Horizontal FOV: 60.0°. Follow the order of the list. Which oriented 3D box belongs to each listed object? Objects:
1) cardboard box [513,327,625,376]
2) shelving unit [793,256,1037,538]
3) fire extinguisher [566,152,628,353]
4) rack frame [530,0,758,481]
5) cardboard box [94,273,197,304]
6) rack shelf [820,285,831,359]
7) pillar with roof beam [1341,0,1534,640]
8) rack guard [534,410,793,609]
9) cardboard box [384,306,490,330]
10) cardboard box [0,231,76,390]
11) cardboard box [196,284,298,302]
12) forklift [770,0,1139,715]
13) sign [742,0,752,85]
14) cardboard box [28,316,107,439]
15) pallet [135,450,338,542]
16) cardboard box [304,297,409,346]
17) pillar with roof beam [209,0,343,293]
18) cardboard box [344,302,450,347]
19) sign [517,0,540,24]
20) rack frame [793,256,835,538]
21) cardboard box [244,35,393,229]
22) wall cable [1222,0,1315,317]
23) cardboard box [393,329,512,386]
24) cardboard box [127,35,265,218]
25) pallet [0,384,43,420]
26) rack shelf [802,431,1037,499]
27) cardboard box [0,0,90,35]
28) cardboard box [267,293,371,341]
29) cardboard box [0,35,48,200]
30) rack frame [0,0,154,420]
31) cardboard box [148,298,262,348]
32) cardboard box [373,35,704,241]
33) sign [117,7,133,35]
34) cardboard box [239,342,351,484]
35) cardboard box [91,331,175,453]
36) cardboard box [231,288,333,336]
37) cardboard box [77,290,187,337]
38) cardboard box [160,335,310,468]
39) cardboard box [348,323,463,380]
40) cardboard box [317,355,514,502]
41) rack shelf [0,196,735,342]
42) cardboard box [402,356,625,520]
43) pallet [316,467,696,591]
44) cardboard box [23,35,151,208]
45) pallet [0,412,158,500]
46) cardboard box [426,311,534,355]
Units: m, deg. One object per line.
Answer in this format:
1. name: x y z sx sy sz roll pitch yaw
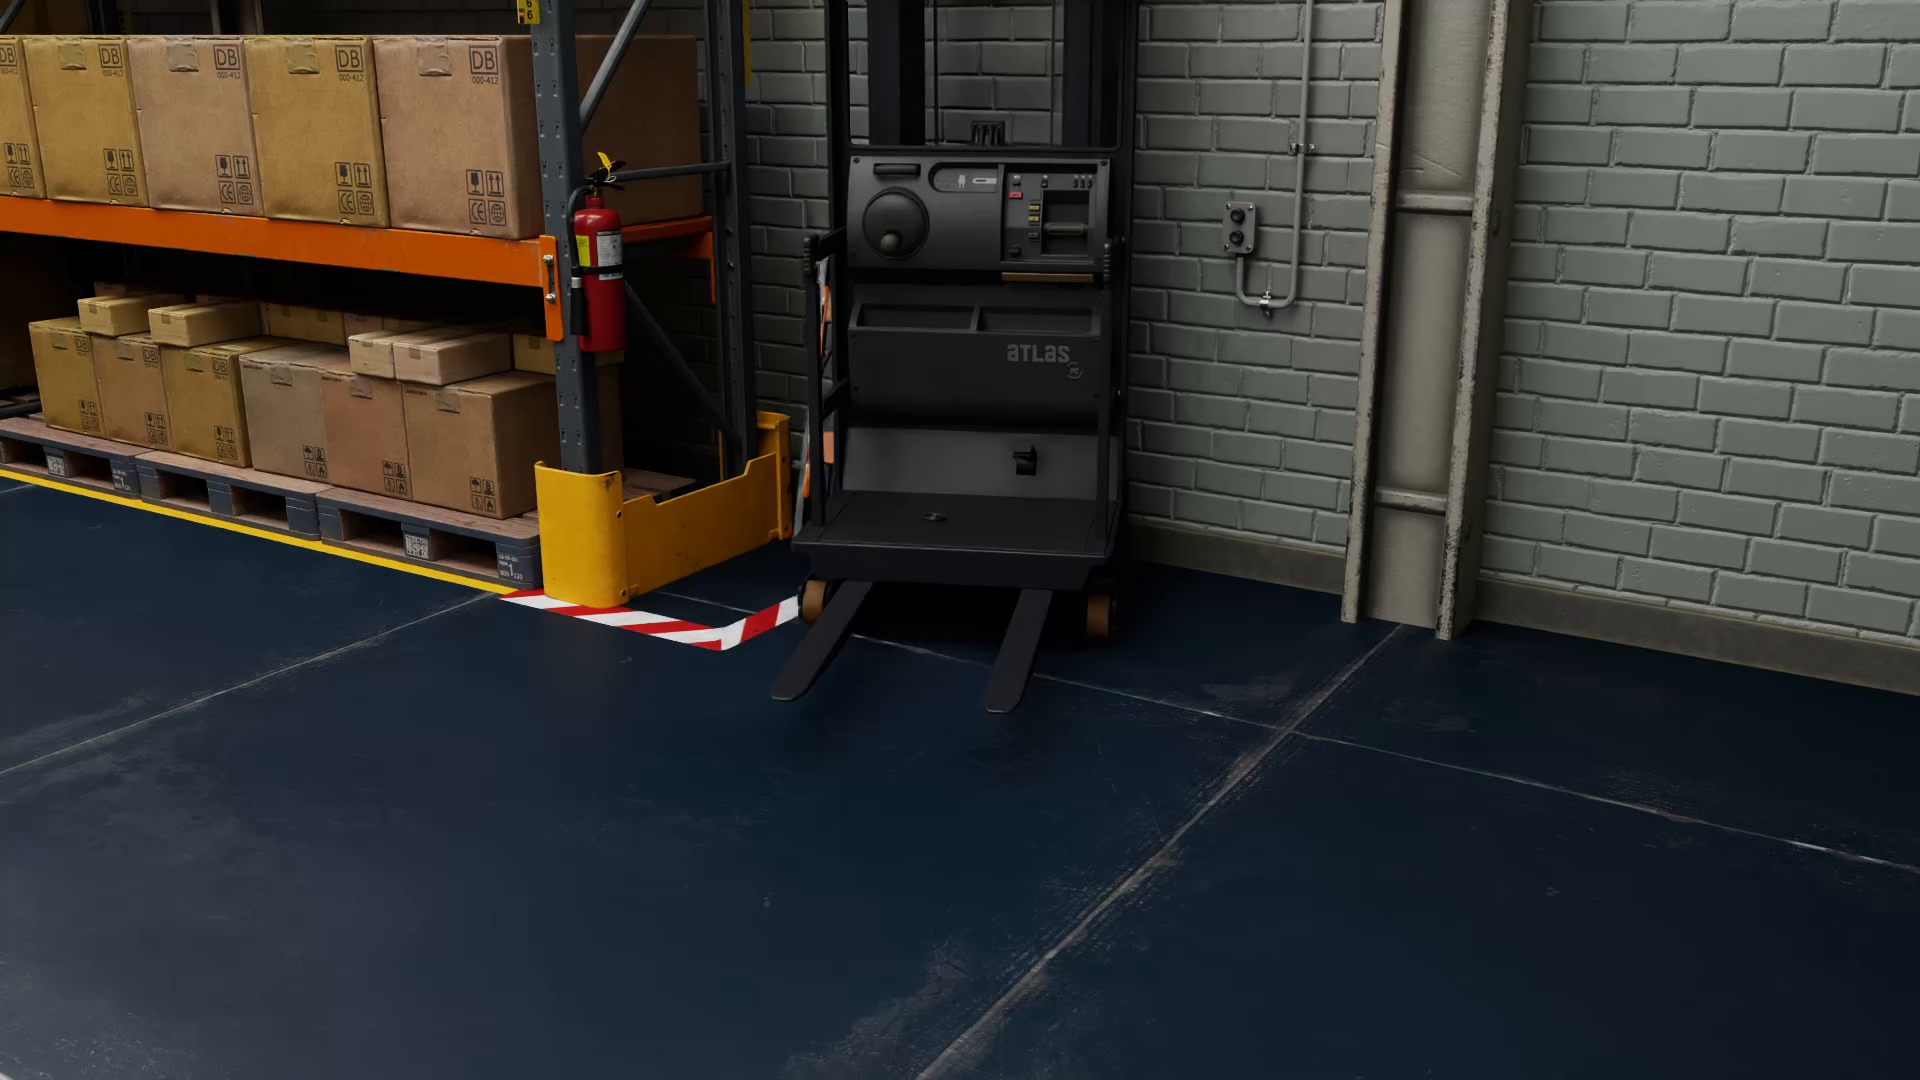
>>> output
1. cardboard box: -1.584 -0.780 6.749 0.250 0.149 0.380 10 20 30
2. shelving unit: -0.032 -0.486 6.506 1.048 1.125 0.538 5 -2 9
3. fire extinguisher: -1.260 -0.999 5.785 0.183 0.674 0.296 10 20 30
4. rack frame: -1.147 -1.352 6.171 0.127 3.000 1.000 10 20 30
5. cardboard box: -3.991 -1.208 8.159 0.250 0.149 0.380 10 20 30
6. rack shelf: -0.005 -0.777 6.516 1.000 0.278 0.538 5 -2 9
7. pillar with roof beam: -0.646 -2.960 1.143 0.400 9.000 9.100 10 20 30
8. rack guard: -1.126 -0.152 6.523 0.348 0.500 1.175 10 20 30
9. cardboard box: -2.229 -0.895 7.128 0.250 0.149 0.380 10 20 31
10. cardboard box: -5.177 -1.200 8.645 0.750 0.750 0.750 10 20 31
11. cardboard box: -3.316 -1.088 7.765 0.250 0.149 0.380 9 19 28
12. forklift: 0.033 -1.166 5.675 1.130 2.935 3.031 3 17 8
13. sign: -0.851 -1.941 6.484 0.005 0.325 0.100 10 20 30
14. cardboard box: -3.972 -0.826 8.019 0.500 0.500 0.700 10 20 31
15. pallet: -2.904 -0.306 7.525 1.213 0.211 1.003 10 20 30
16. cardboard box: -2.666 -0.972 7.382 0.250 0.149 0.380 10 20 31
17. pillar with roof beam: -5.759 -3.873 4.147 0.400 9.000 9.100 10 20 30
18. cardboard box: -2.447 -0.933 7.254 0.250 0.149 0.380 10 20 31
19. sign: -1.442 -1.887 5.533 0.005 0.325 0.100 10 20 30
20. rack frame: -0.532 -0.531 6.585 0.032 1.125 0.500 5 -2 9
21. cardboard box: -2.212 -1.679 6.730 0.700 0.700 0.980 10 20 30
22. wall cable: 0.439 -1.878 6.154 1.851 1.984 0.084 10 20 30
23. cardboard box: -2.000 -0.723 6.564 0.250 0.149 0.380 10 19 29
24. cardboard box: -2.857 -1.797 7.120 0.700 0.700 0.980 9 19 27
25. pallet: -5.252 -0.725 8.905 1.213 0.211 1.003 10 20 30
26. rack shelf: -0.056 -0.243 6.497 1.000 0.278 0.538 5 -2 9
27. cardboard box: -4.811 -2.654 8.447 0.500 0.250 0.500 11 20 32
28. cardboard box: -2.881 -1.011 7.509 0.250 0.149 0.380 10 19 29
29. cardboard box: -4.101 -2.017 7.846 0.700 0.700 0.980 10 20 31
30. rack frame: -4.555 -1.960 8.174 0.127 3.000 1.000 10 20 30
31. cardboard box: -3.330 -0.960 7.343 0.250 0.149 0.380 9 19 28
32. cardboard box: -1.586 -1.571 6.375 0.700 0.700 0.980 11 20 33
33. sign: -4.266 -2.550 8.490 0.005 0.325 0.100 10 20 30
34. cardboard box: -2.651 -0.591 7.244 0.500 0.500 0.700 9 19 28
35. cardboard box: -3.545 -0.749 7.764 0.500 0.500 0.700 10 20 30
36. cardboard box: -3.101 -1.050 7.638 0.250 0.149 0.380 10 20 31
37. cardboard box: -3.775 -1.039 7.604 0.250 0.149 0.380 11 20 32
38. cardboard box: -3.109 -0.670 7.505 0.500 0.500 0.700 11 20 31
39. cardboard box: -2.218 -0.762 6.691 0.250 0.149 0.380 11 20 32
40. cardboard box: -2.222 -0.515 6.993 0.500 0.500 0.700 10 20 30
41. rack shelf: -2.851 -1.312 7.277 4.000 0.370 1.077 10 20 30
42. cardboard box: -1.795 -0.439 6.743 0.500 0.500 0.700 10 20 30
43. pallet: -1.869 -0.120 6.913 1.213 0.211 1.003 10 20 30
44. cardboard box: -3.482 -1.905 7.476 0.700 0.700 0.980 10 19 29
45. pallet: -3.948 -0.491 8.135 1.213 0.211 1.003 10 20 30
46. cardboard box: -2.016 -0.856 7.002 0.250 0.149 0.380 10 20 30
